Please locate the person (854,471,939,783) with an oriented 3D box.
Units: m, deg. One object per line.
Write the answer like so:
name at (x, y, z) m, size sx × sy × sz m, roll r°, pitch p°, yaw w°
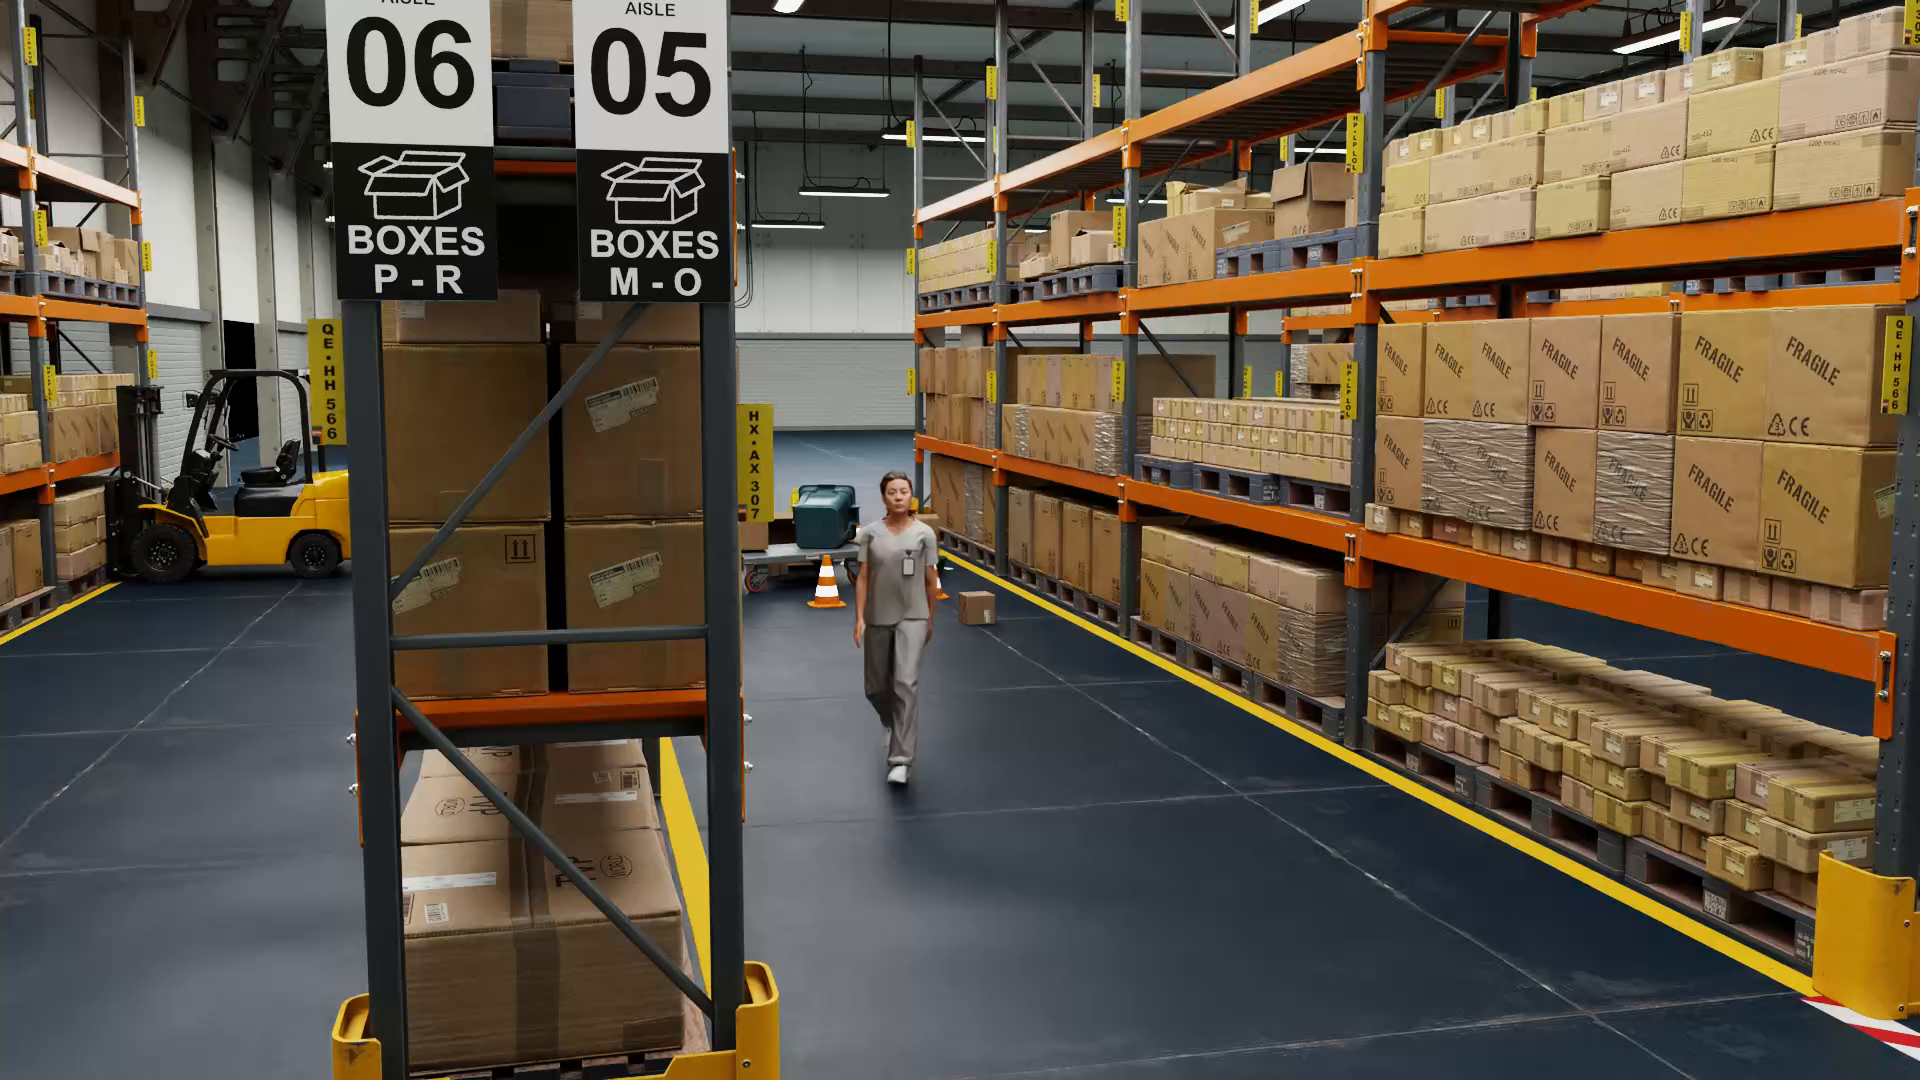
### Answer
person at (-0.343, 0.440, 9.069) m, size 0.436 × 1.632 × 0.898 m, roll 1°, pitch 6°, yaw 9°
